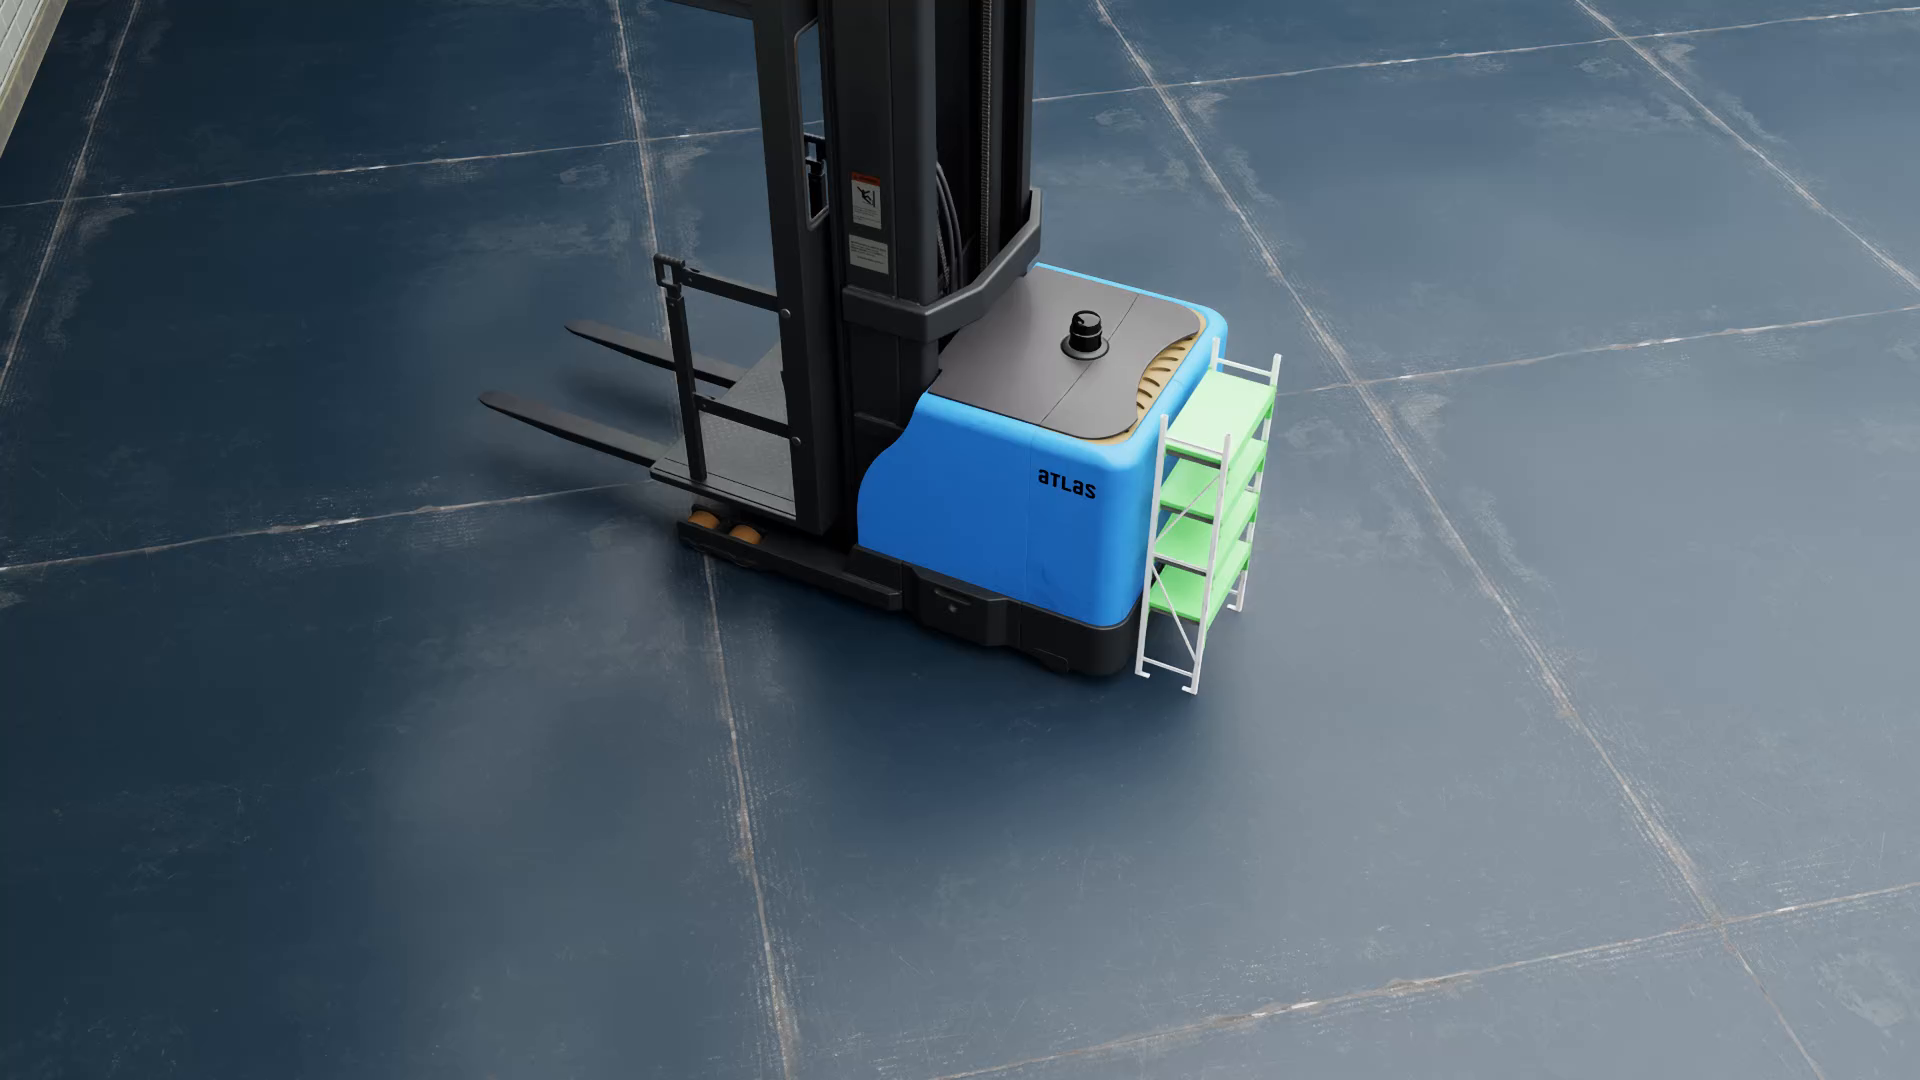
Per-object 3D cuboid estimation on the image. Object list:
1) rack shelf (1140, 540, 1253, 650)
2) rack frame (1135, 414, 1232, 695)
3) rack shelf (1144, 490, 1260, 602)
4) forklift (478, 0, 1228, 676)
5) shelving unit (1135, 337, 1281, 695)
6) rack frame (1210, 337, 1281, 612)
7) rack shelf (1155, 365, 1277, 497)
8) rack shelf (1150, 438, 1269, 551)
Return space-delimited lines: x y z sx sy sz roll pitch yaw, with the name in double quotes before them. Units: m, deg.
"rack shelf" 0.871 0.162 6.121 0.258 0.148 0.480 18 45 20
"rack frame" 0.762 0.080 5.756 0.240 1.200 0.015 18 45 20
"rack shelf" 0.871 -0.017 5.962 0.258 0.148 0.480 18 45 20
"forklift" -0.558 -1.282 5.987 3.031 2.935 1.130 18 45 20
"shelving unit" 0.871 -0.065 5.919 0.258 1.200 0.503 18 45 20
"rack frame" 0.981 -0.210 6.082 0.240 1.200 0.015 18 45 20
"rack shelf" 0.871 -0.376 5.643 0.258 0.148 0.480 18 45 20
"rack shelf" 0.871 -0.197 5.802 0.258 0.148 0.480 18 45 20
